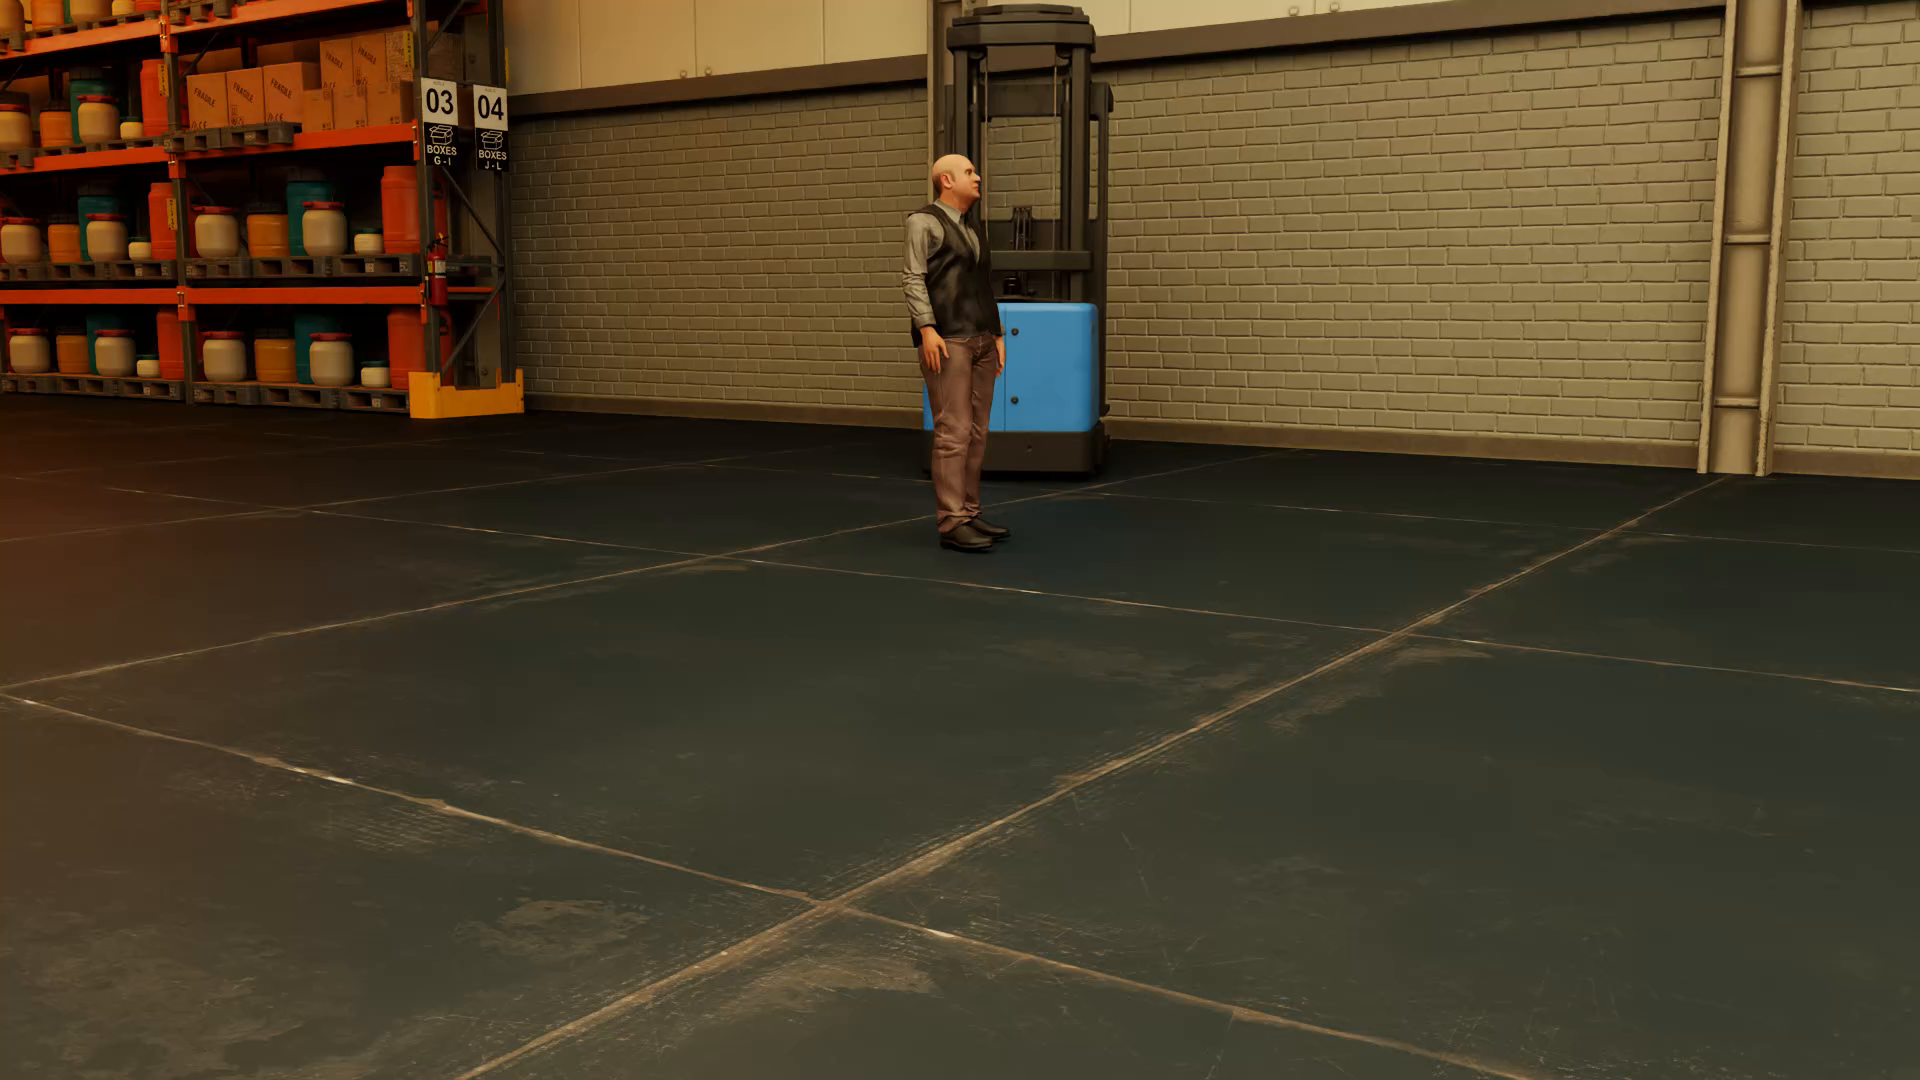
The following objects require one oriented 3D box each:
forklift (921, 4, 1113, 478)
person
[{"bbox_3d":[0.466,-2.005,11.294,1.130,2.935,3.031,1,8,7],"label":"forklift"},{"bbox_3d":[0.048,-0.854,7.441,0.566,1.722,0.633,5,10,34],"label":"person"}]
